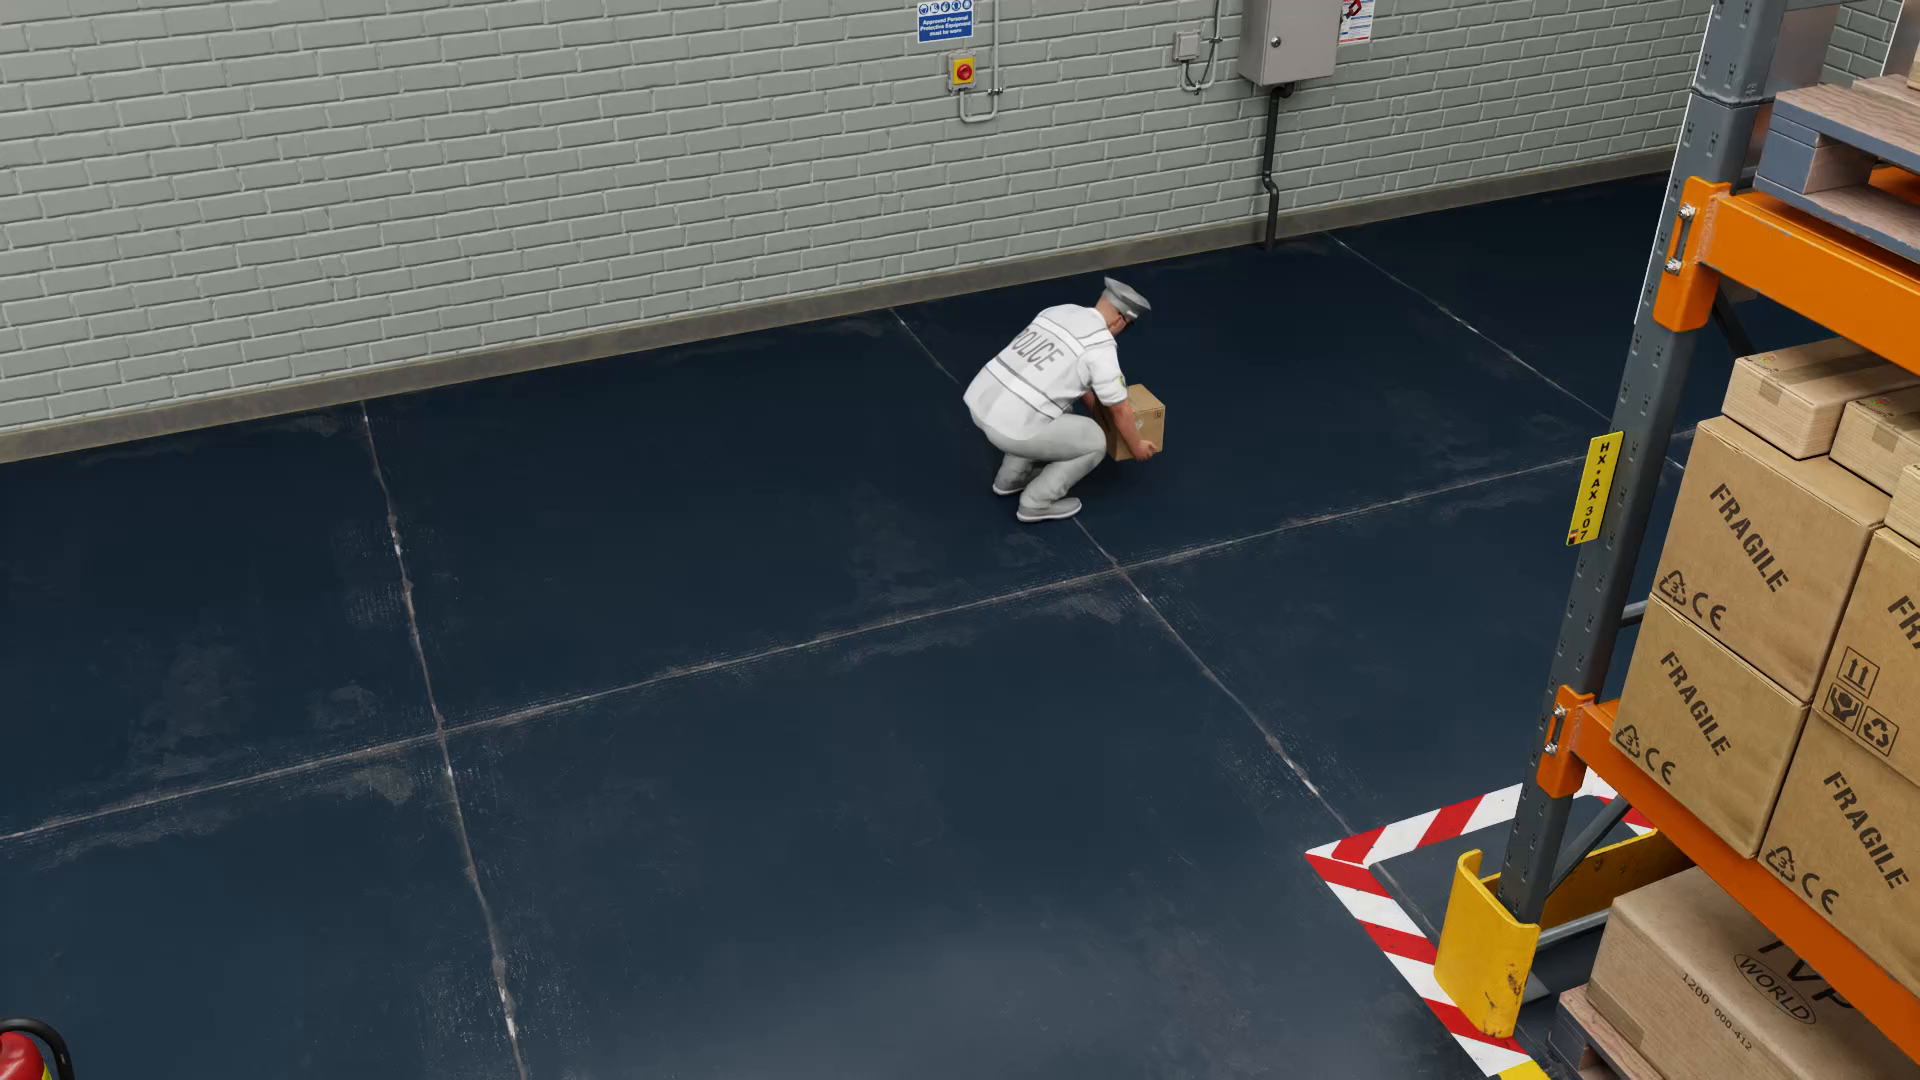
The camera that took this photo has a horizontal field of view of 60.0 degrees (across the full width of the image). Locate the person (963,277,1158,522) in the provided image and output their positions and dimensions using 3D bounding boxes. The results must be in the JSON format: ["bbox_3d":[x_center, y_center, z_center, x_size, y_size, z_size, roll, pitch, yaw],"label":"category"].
[{"bbox_3d":[0.464,-0.667,7.796,0.918,1.051,0.570,-13,35,-19],"label":"person"}]
